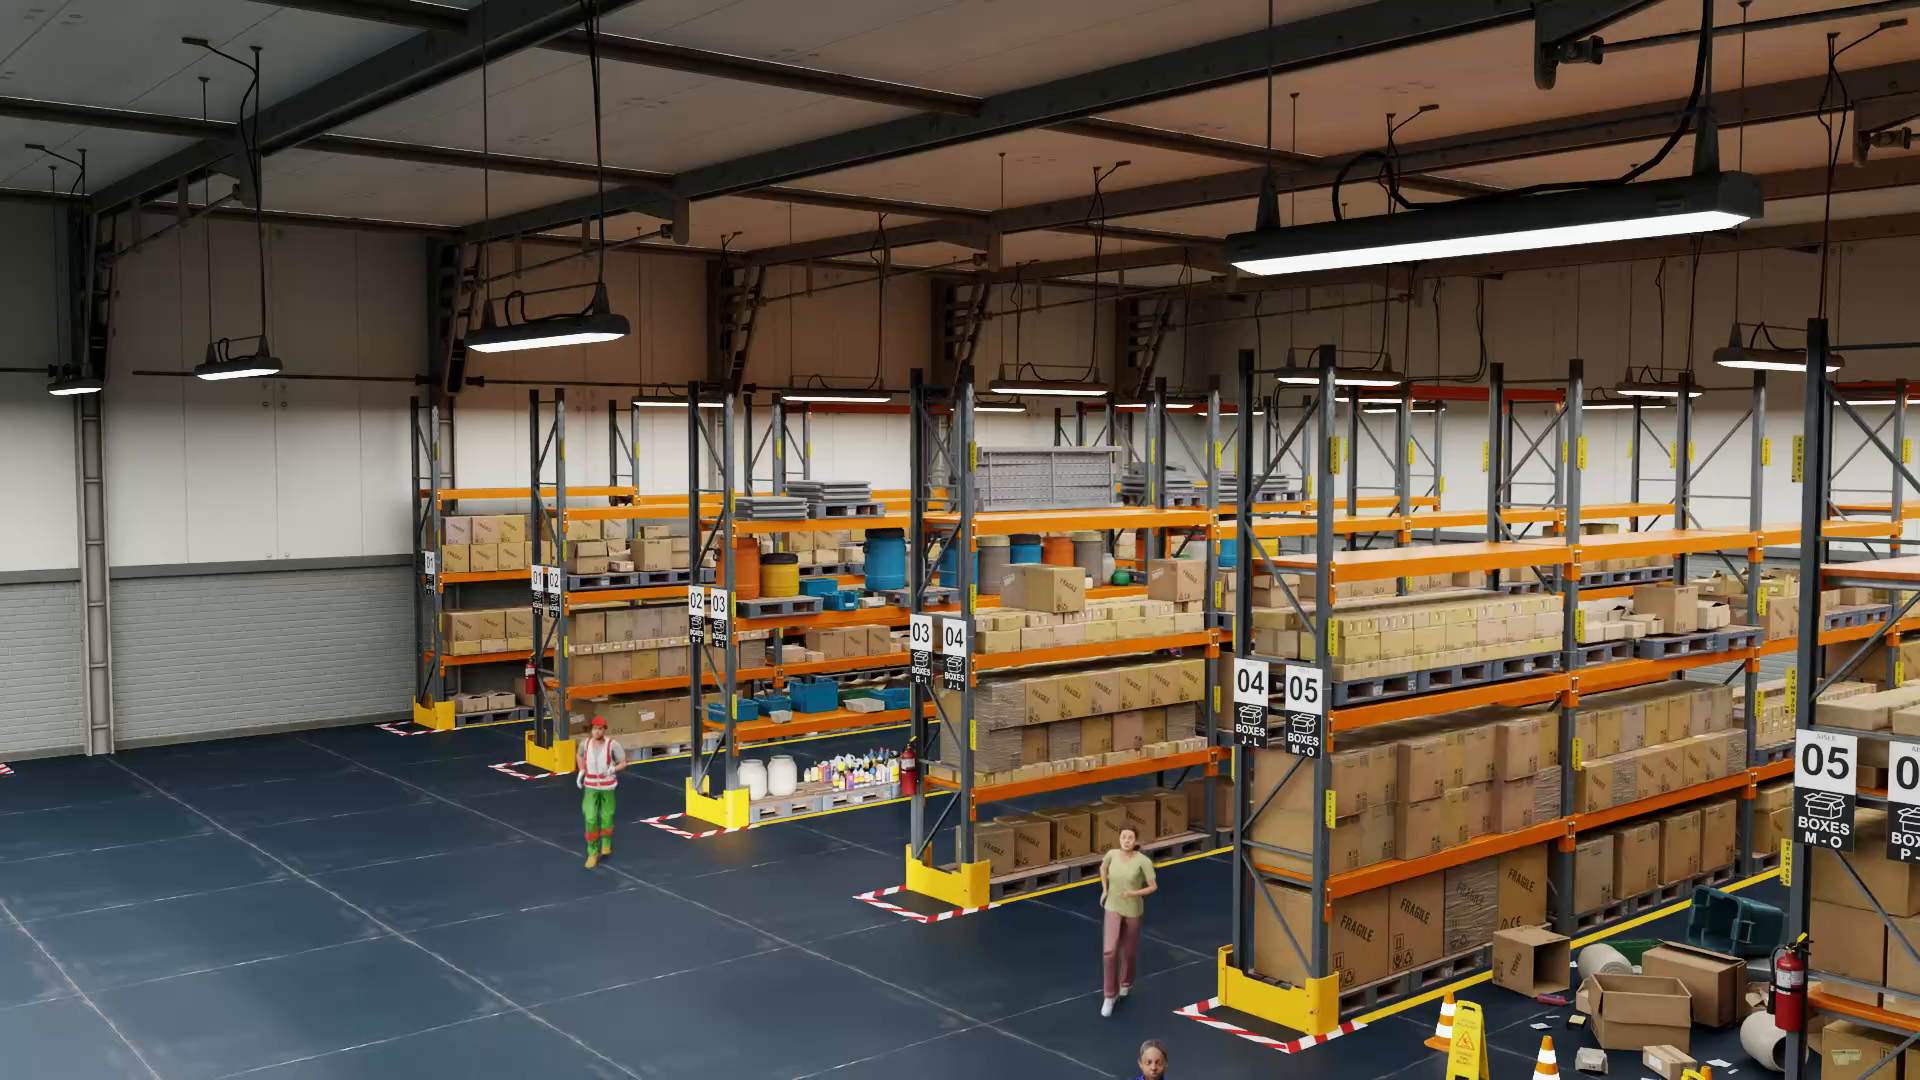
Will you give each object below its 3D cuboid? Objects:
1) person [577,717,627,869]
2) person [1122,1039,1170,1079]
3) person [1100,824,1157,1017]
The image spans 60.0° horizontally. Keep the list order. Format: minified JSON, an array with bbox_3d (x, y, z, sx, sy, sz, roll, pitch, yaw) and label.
[{"bbox_3d":[-4.400,3.078,20.403,0.636,1.844,0.787,0,3,-6],"label":"person"},{"bbox_3d":[1.140,3.764,9.868,0.594,1.643,0.755,0,3,7],"label":"person"},{"bbox_3d":[1.519,3.421,15.166,0.565,1.685,0.740,1,3,16],"label":"person"}]
